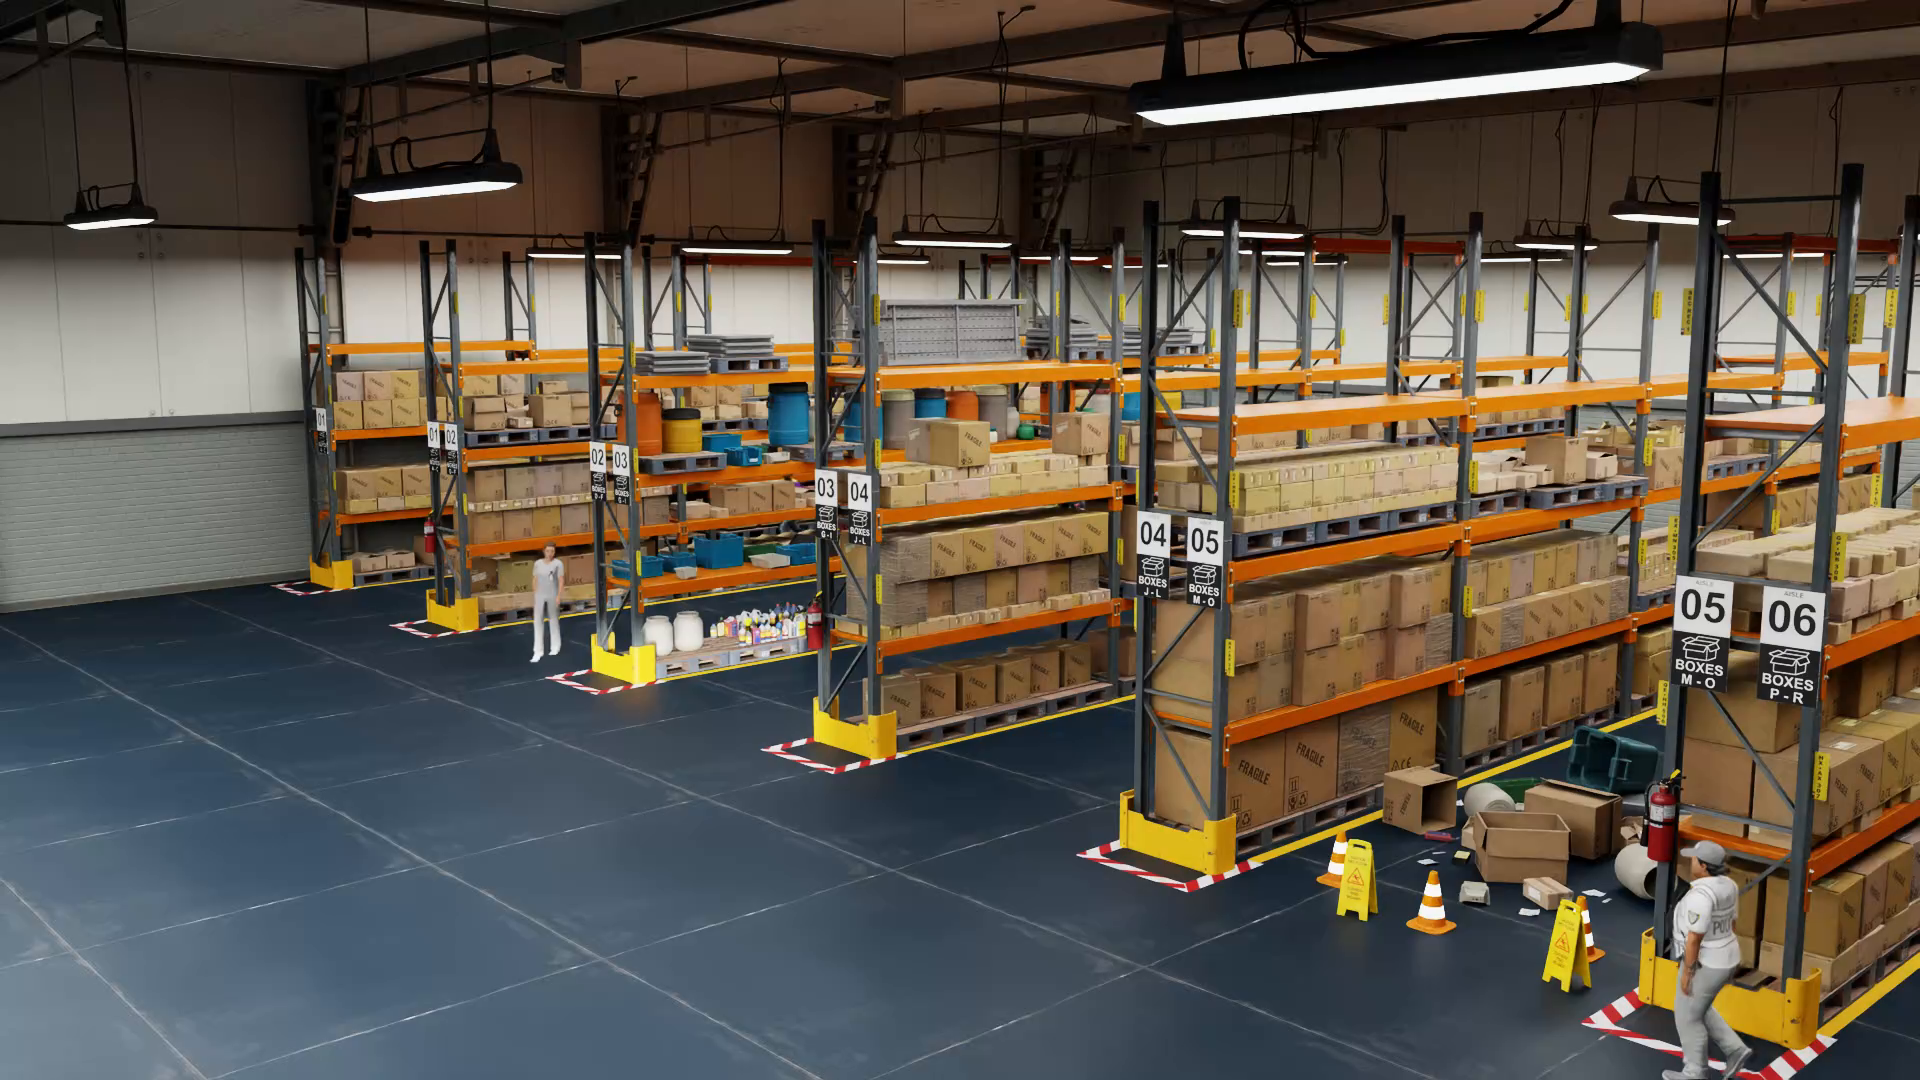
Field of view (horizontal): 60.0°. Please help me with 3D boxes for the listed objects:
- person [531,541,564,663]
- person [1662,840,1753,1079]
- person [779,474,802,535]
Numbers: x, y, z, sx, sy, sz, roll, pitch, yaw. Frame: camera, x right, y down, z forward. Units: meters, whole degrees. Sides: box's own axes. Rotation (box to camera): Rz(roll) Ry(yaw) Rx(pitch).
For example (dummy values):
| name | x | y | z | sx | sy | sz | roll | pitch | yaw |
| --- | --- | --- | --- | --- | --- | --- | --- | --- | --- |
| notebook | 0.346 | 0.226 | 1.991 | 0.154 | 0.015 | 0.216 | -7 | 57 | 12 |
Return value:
| name | x | y | z | sx | sy | sz | roll | pitch | yaw |
| --- | --- | --- | --- | --- | --- | --- | --- | --- | --- |
| person | -5.914 | 0.870 | 23.825 | 0.462 | 1.687 | 0.694 | -1 | 8 | -4 |
| person | 4.868 | 2.765 | 10.785 | 0.506 | 1.654 | 0.487 | 7 | 11 | 41 |
| person | -3.569 | -0.666 | 33.990 | 0.544 | 1.712 | 1.093 | 8 | 11 | 43 |
